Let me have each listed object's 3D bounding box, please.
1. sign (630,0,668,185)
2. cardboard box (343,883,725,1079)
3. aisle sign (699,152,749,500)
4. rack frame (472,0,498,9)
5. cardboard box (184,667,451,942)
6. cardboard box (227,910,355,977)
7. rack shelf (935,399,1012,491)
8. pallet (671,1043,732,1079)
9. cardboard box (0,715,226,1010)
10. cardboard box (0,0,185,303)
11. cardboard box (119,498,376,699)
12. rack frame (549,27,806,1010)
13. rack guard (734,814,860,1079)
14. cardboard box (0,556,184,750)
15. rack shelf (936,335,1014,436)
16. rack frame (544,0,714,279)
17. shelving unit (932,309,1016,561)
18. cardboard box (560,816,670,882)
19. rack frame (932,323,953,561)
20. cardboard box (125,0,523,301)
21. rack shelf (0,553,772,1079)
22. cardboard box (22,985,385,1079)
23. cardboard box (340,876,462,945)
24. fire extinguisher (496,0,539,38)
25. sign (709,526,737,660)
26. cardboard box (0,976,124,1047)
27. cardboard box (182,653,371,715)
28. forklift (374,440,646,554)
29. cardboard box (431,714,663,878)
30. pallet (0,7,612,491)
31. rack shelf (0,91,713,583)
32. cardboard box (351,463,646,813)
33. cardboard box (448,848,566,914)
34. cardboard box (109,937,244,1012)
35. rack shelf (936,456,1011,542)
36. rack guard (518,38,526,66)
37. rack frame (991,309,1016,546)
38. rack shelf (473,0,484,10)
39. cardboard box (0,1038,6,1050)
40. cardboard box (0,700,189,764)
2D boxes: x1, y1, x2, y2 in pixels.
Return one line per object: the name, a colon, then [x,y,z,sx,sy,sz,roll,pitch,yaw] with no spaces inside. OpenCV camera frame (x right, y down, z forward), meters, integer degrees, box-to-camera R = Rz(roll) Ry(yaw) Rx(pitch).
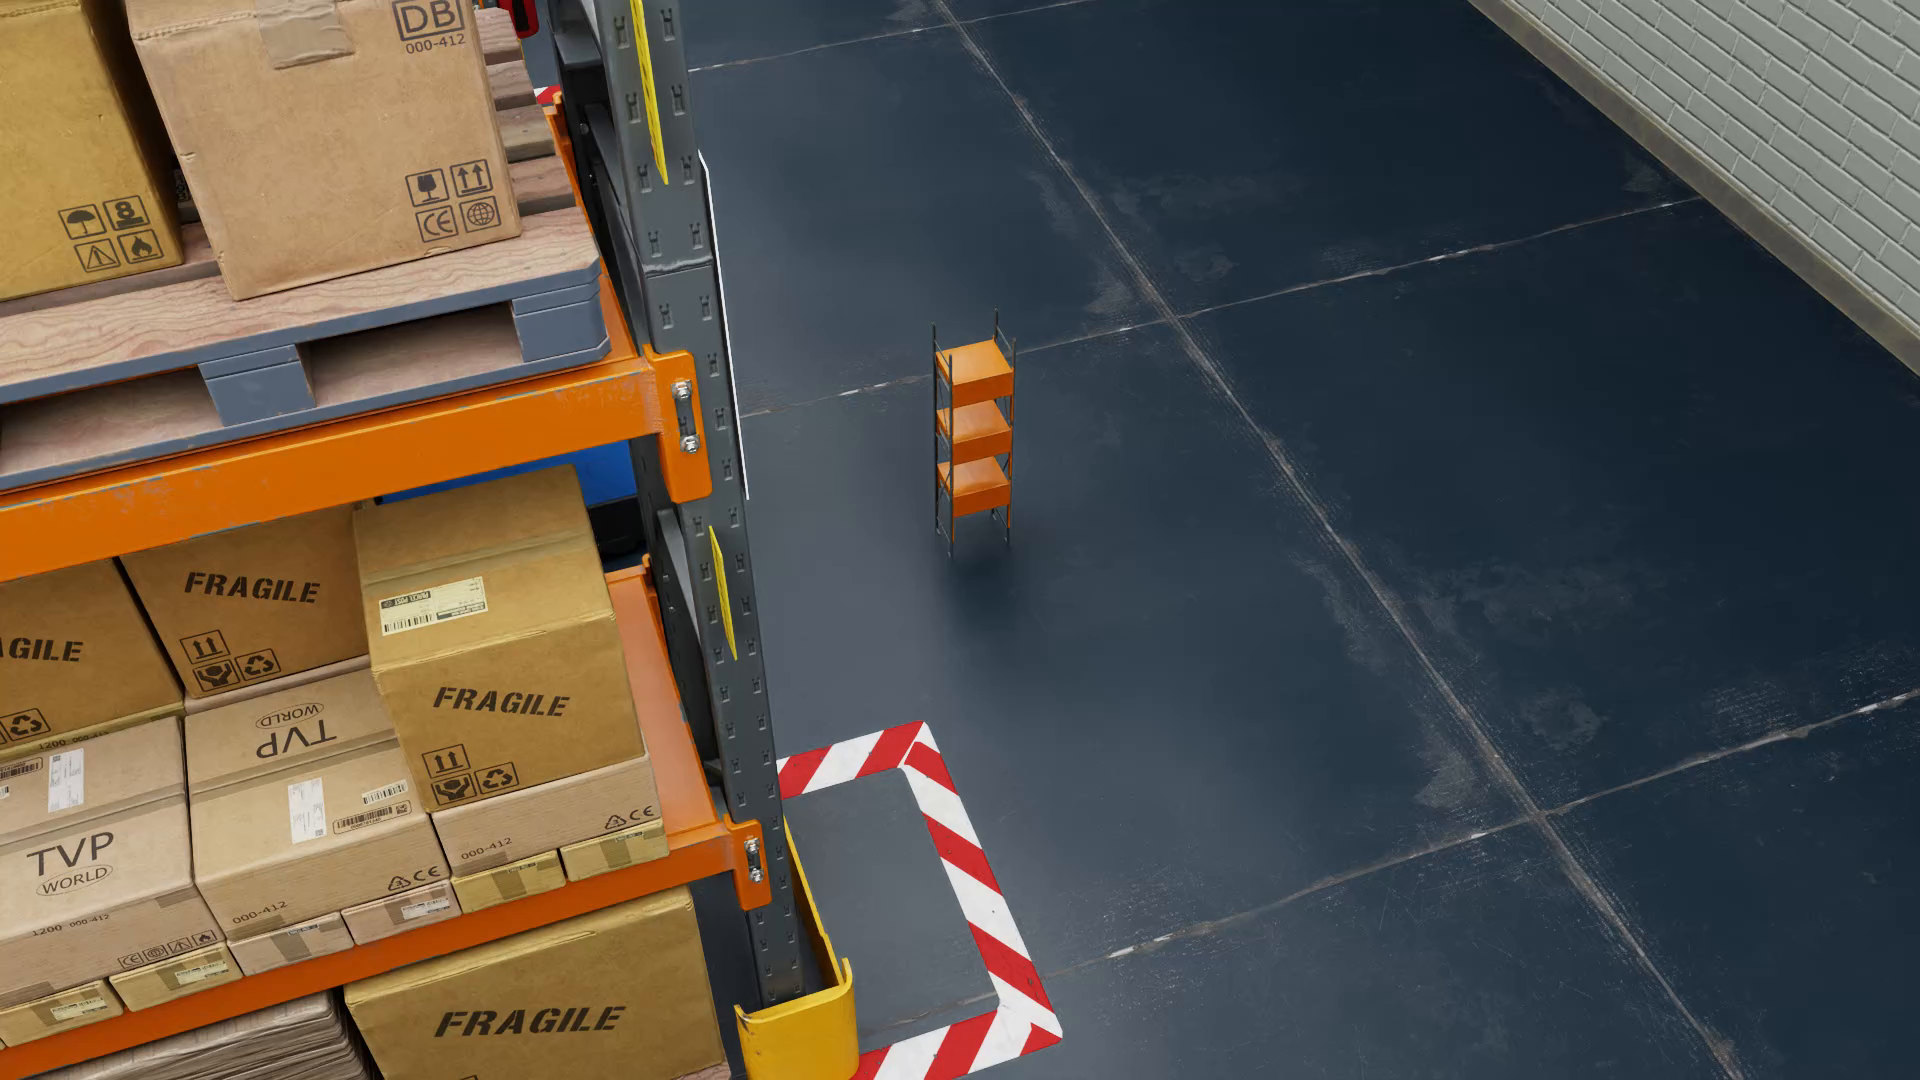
sign: [-0.503,-0.736,2.679,0.005,0.325,0.100,-14,47,-14]
cardboard box: [-1.249,1.051,4.788,0.875,0.875,0.875,-14,47,-14]
aisle sign: [-0.505,-0.493,3.288,0.004,0.787,0.394,-14,47,-14]
rack frame: [-2.356,-3.057,7.679,0.127,3.000,1.000,-14,47,-14]
cardboard box: [-1.518,0.605,3.925,0.500,0.250,0.500,-15,47,-15]
cardboard box: [-1.614,0.819,3.993,0.250,0.149,0.380,-14,47,-13]
rack shelf: [0.050,-0.376,6.398,0.240,0.259,0.215,-14,47,-14]
pallet: [-1.400,1.471,5.135,1.213,0.211,1.003,-14,47,-14]
cardboard box: [-1.996,0.728,3.803,0.500,0.250,0.500,-16,47,-15]
cardboard box: [-1.716,-0.820,2.894,0.500,0.500,0.700,-16,47,-15]
cardboard box: [-1.688,-0.019,4.017,0.500,0.500,0.500,-15,47,-15]
rack frame: [-0.674,0.242,4.391,0.127,3.000,1.000,-14,47,-14]
rack guard: [-0.652,1.119,5.282,0.348,0.500,1.175,-14,47,-14]
cardboard box: [-2.173,0.110,3.889,0.500,0.500,0.500,-16,47,-15]
rack shelf: [0.050,-0.576,6.197,0.240,0.259,0.215,-14,47,-14]
rack frame: [-0.674,-1.875,2.266,0.127,3.000,1.000,-14,47,-14]
shelving unit: [0.050,-0.383,6.391,0.252,1.050,0.215,-14,47,-14]
cardboard box: [-0.898,0.636,4.176,0.250,0.149,0.380,-14,47,-13]
rack frame: [-0.064,-0.354,6.362,0.008,1.050,0.200,-14,47,-14]
cardboard box: [-1.145,-0.875,2.949,0.500,0.500,0.700,-17,48,-16]
rack shelf: [-2.556,0.977,4.166,4.000,0.370,1.077,-14,47,-14]
cardboard box: [-2.105,1.270,4.570,0.875,0.875,0.875,-14,47,-14]
cardboard box: [-1.379,0.760,4.053,0.250,0.149,0.380,-14,47,-14]
fire extinguisher: [-2.060,-2.632,7.573,0.183,0.674,0.296,-14,47,-14]
sign: [-0.503,0.115,3.533,0.005,0.325,0.100,-14,47,-14]
cardboard box: [-2.102,0.945,3.867,0.250,0.149,0.380,-14,47,-14]
cardboard box: [-1.704,0.255,4.274,0.500,0.250,0.500,-15,47,-14]
forklift: [-2.728,-0.969,5.647,3.031,2.935,1.130,-16,47,-15]
cardboard box: [-1.040,0.484,4.046,0.500,0.250,0.500,-15,47,-14]
pallet: [-1.369,-0.600,3.175,1.213,0.211,1.003,-14,47,-14]
rack shelf: [-2.556,-0.082,3.104,4.000,0.370,1.077,-14,47,-14]
cardboard box: [-1.043,0.218,3.782,0.500,0.500,0.500,-14,47,-13]
cardboard box: [-1.142,0.700,4.112,0.250,0.149,0.380,-14,47,-13]
cardboard box: [-1.858,0.883,3.930,0.250,0.149,0.380,-15,47,-15]
rack shelf: [0.050,-0.180,6.595,0.240,0.259,0.215,-14,47,-14]
rack guard: [-2.338,-2.189,8.579,0.348,0.500,1.175,-14,47,-14]
rack frame: [0.165,-0.413,6.420,0.008,1.050,0.200,-14,47,-14]
rack shelf: [-4.237,-2.322,7.455,4.000,0.370,1.077,-14,47,-14]
cardboard box: [-2.335,1.003,3.810,0.250,0.149,0.380,-13,47,-13]
cardboard box: [-2.178,0.374,4.156,0.500,0.250,0.500,-16,47,-15]
